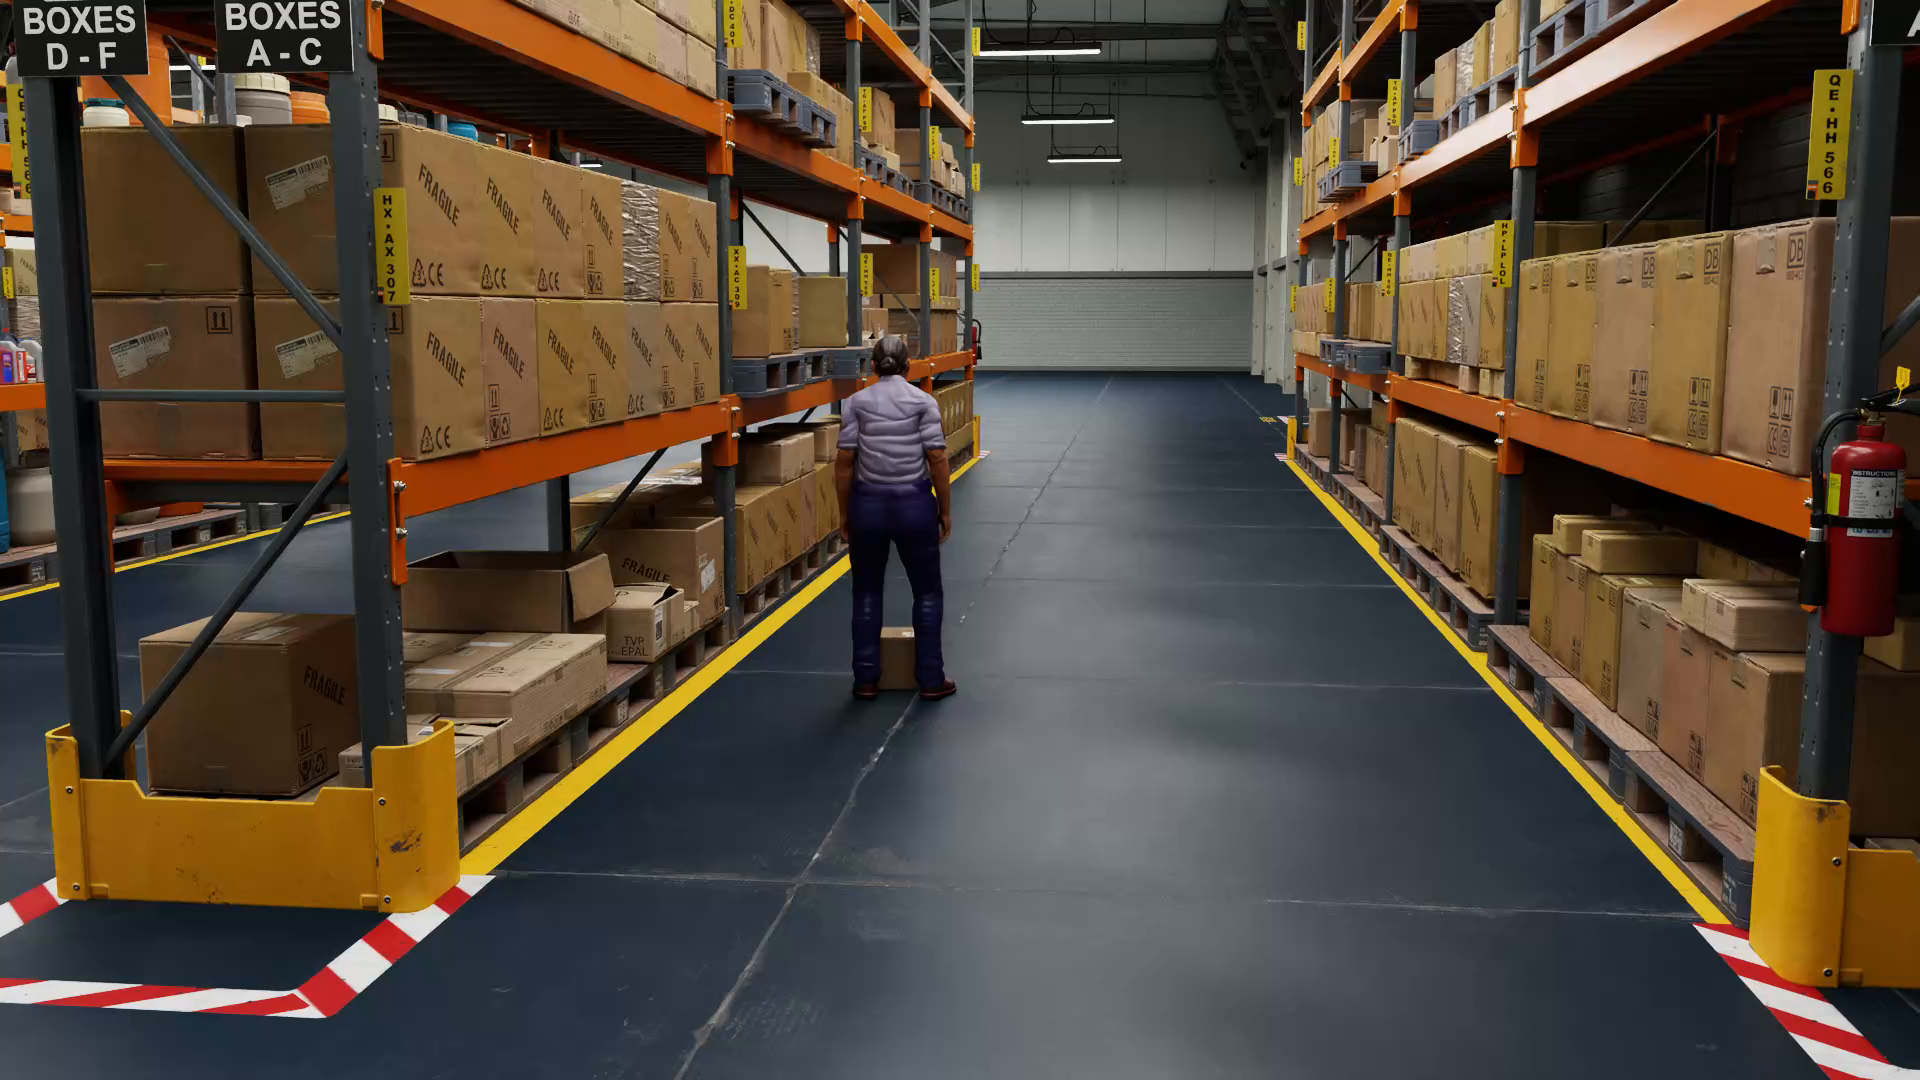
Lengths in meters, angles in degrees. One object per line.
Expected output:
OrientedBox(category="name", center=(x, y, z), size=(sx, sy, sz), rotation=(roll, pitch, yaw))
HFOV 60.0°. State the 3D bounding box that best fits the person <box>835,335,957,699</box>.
OrientedBox(category="person", center=(-0.295, -0.100, 7.567), size=(0.539, 1.651, 0.377), rotation=(1, 8, 6))
